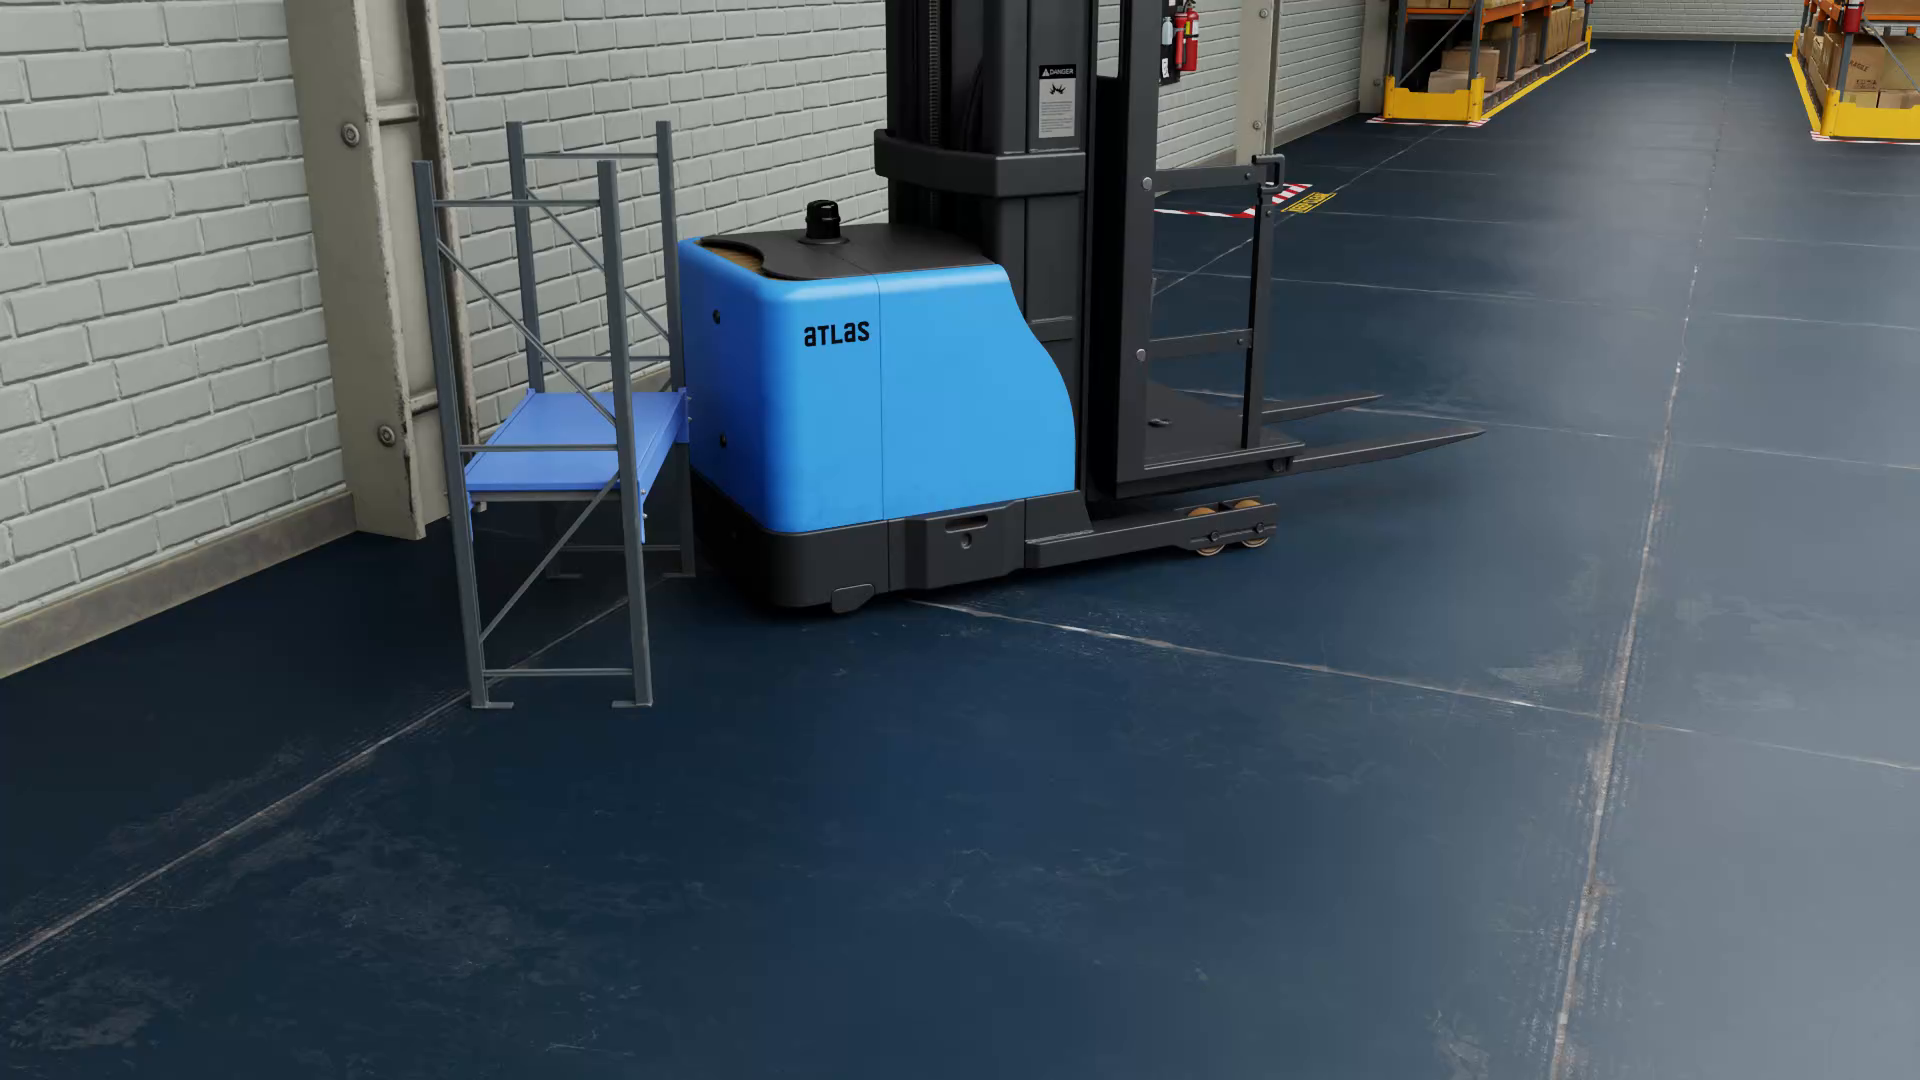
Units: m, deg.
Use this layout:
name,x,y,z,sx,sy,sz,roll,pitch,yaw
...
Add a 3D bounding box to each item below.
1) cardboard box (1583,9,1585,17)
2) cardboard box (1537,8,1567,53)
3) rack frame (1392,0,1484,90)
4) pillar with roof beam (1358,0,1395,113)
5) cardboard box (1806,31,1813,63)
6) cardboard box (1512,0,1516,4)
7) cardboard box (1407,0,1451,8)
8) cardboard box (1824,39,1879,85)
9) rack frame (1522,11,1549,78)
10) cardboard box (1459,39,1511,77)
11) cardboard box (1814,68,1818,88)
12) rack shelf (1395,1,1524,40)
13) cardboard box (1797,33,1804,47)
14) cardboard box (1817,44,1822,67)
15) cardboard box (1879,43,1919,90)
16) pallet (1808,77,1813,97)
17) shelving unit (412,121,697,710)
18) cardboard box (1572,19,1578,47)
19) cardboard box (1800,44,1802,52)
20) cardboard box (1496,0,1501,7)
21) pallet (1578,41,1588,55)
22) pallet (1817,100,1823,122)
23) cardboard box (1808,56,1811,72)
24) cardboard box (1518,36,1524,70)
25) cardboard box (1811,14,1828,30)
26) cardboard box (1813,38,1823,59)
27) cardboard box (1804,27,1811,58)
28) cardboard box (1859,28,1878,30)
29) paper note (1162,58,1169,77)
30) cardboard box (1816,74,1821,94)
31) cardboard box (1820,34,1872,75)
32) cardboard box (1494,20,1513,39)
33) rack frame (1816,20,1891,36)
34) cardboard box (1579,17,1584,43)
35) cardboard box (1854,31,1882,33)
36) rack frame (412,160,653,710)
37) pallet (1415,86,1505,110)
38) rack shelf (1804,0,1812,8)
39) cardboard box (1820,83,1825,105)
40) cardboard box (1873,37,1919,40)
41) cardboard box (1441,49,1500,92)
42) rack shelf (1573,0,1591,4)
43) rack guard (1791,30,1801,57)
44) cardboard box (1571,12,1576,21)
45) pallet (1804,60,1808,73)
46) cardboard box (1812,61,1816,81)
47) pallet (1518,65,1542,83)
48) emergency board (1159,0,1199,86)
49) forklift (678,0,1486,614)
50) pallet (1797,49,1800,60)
name,x,y,z,sx,sy,sz,roll,pitch,yaw
cardboard box,12.334,-10.588,33.400,0.380,0.149,0.250,8,21,22
cardboard box,10.269,-9.028,29.459,0.750,0.750,0.750,9,22,24
rack frame,5.863,-6.663,20.228,1.000,3.000,0.127,9,21,23
pillar with roof beam,9.288,-9.232,18.497,9.100,9.000,0.400,9,21,23
cardboard box,14.251,-8.097,27.335,0.500,0.500,0.500,8,21,21
cardboard box,7.181,-7.331,22.301,0.500,0.250,0.500,8,21,22
cardboard box,5.878,-6.771,20.727,0.500,0.250,0.500,9,21,23
cardboard box,10.729,-5.753,20.026,0.500,0.500,0.500,9,21,23
rack frame,9.139,-9.109,27.105,1.000,3.000,0.127,9,21,23
cardboard box,7.788,-7.143,24.651,0.700,0.500,0.500,9,22,25
cardboard box,11.928,-6.276,22.617,0.500,0.250,0.500,8,21,22
rack shelf,6.682,-6.936,22.068,1.077,0.370,4.000,9,21,23
cardboard box,16.250,-9.507,31.673,0.500,0.250,0.500,9,21,23
cardboard box,12.134,-6.697,22.963,0.500,0.311,0.500,9,22,24
cardboard box,11.010,-5.527,19.390,0.500,0.500,0.500,9,21,23
pallet,12.787,-6.498,23.926,1.003,0.211,1.213,9,21,23
shelving unit,-1.128,-0.411,4.885,0.538,1.500,1.048,-1,20,-2
cardboard box,11.598,-9.876,32.366,0.700,0.500,0.500,9,22,24
cardboard box,15.372,-8.853,29.984,0.380,0.149,0.250,9,21,23
cardboard box,6.553,-6.868,20.999,0.500,0.250,0.500,8,21,21
pallet,12.159,-9.985,33.731,1.003,0.211,1.213,9,21,23
pallet,11.160,-5.282,20.506,1.003,0.211,1.213,9,21,23
cardboard box,13.178,-7.213,25.250,0.500,0.250,0.500,8,21,23
cardboard box,8.398,-7.614,25.975,0.700,0.500,0.500,8,21,22
cardboard box,14.468,-8.616,27.673,0.500,0.250,0.500,9,21,23
cardboard box,12.760,-7.160,24.264,0.500,0.311,0.500,8,21,21
cardboard box,14.878,-8.568,28.658,0.500,0.500,0.500,8,21,20
cardboard box,15.358,-8.492,28.445,0.500,0.500,0.500,8,21,22
paper note,1.722,-3.952,13.919,0.016,0.148,0.142,9,21,23
cardboard box,11.346,-5.857,21.439,0.500,0.250,0.500,9,21,23
cardboard box,11.349,-6.210,21.312,0.500,0.500,0.500,9,21,23
cardboard box,8.175,-7.791,25.354,0.500,0.250,0.500,8,21,21
rack frame,13.660,-8.430,25.197,1.000,3.000,0.127,9,21,23
cardboard box,12.220,-10.347,33.690,0.700,0.500,0.500,9,21,23
cardboard box,14.736,-8.033,27.155,0.500,0.500,0.500,8,21,21
rack frame,-1.114,-0.240,4.407,0.500,1.500,0.032,-1,20,-2
pallet,6.760,-5.988,22.490,1.003,0.211,1.213,9,21,23
rack shelf,16.117,-9.925,30.475,1.077,0.370,4.000,9,21,23
cardboard box,10.731,-5.399,20.150,0.500,0.250,0.500,9,21,23
cardboard box,11.615,-5.987,20.684,0.500,0.500,0.500,9,21,23
cardboard box,6.808,-6.284,22.235,0.700,0.500,0.500,7,21,19
rack shelf,11.596,-10.604,32.383,1.077,0.370,4.000,9,21,23
rack guard,16.905,-9.675,32.427,1.175,0.500,0.348,9,21,23
cardboard box,11.484,-9.951,31.610,0.380,0.149,0.250,9,22,25
pallet,15.000,-8.085,28.388,1.003,0.211,1.213,9,21,23
cardboard box,12.555,-6.742,23.928,0.500,0.250,0.500,9,21,24
pallet,8.818,-7.556,26.901,1.003,0.211,1.213,9,21,23
emergency board,1.857,-4.411,13.897,0.194,1.169,0.643,9,21,23
forklift,0.557,-1.474,5.738,3.031,2.935,1.130,-9,22,-25
pallet,16.579,-9.295,31.790,1.003,0.211,1.213,9,21,23
